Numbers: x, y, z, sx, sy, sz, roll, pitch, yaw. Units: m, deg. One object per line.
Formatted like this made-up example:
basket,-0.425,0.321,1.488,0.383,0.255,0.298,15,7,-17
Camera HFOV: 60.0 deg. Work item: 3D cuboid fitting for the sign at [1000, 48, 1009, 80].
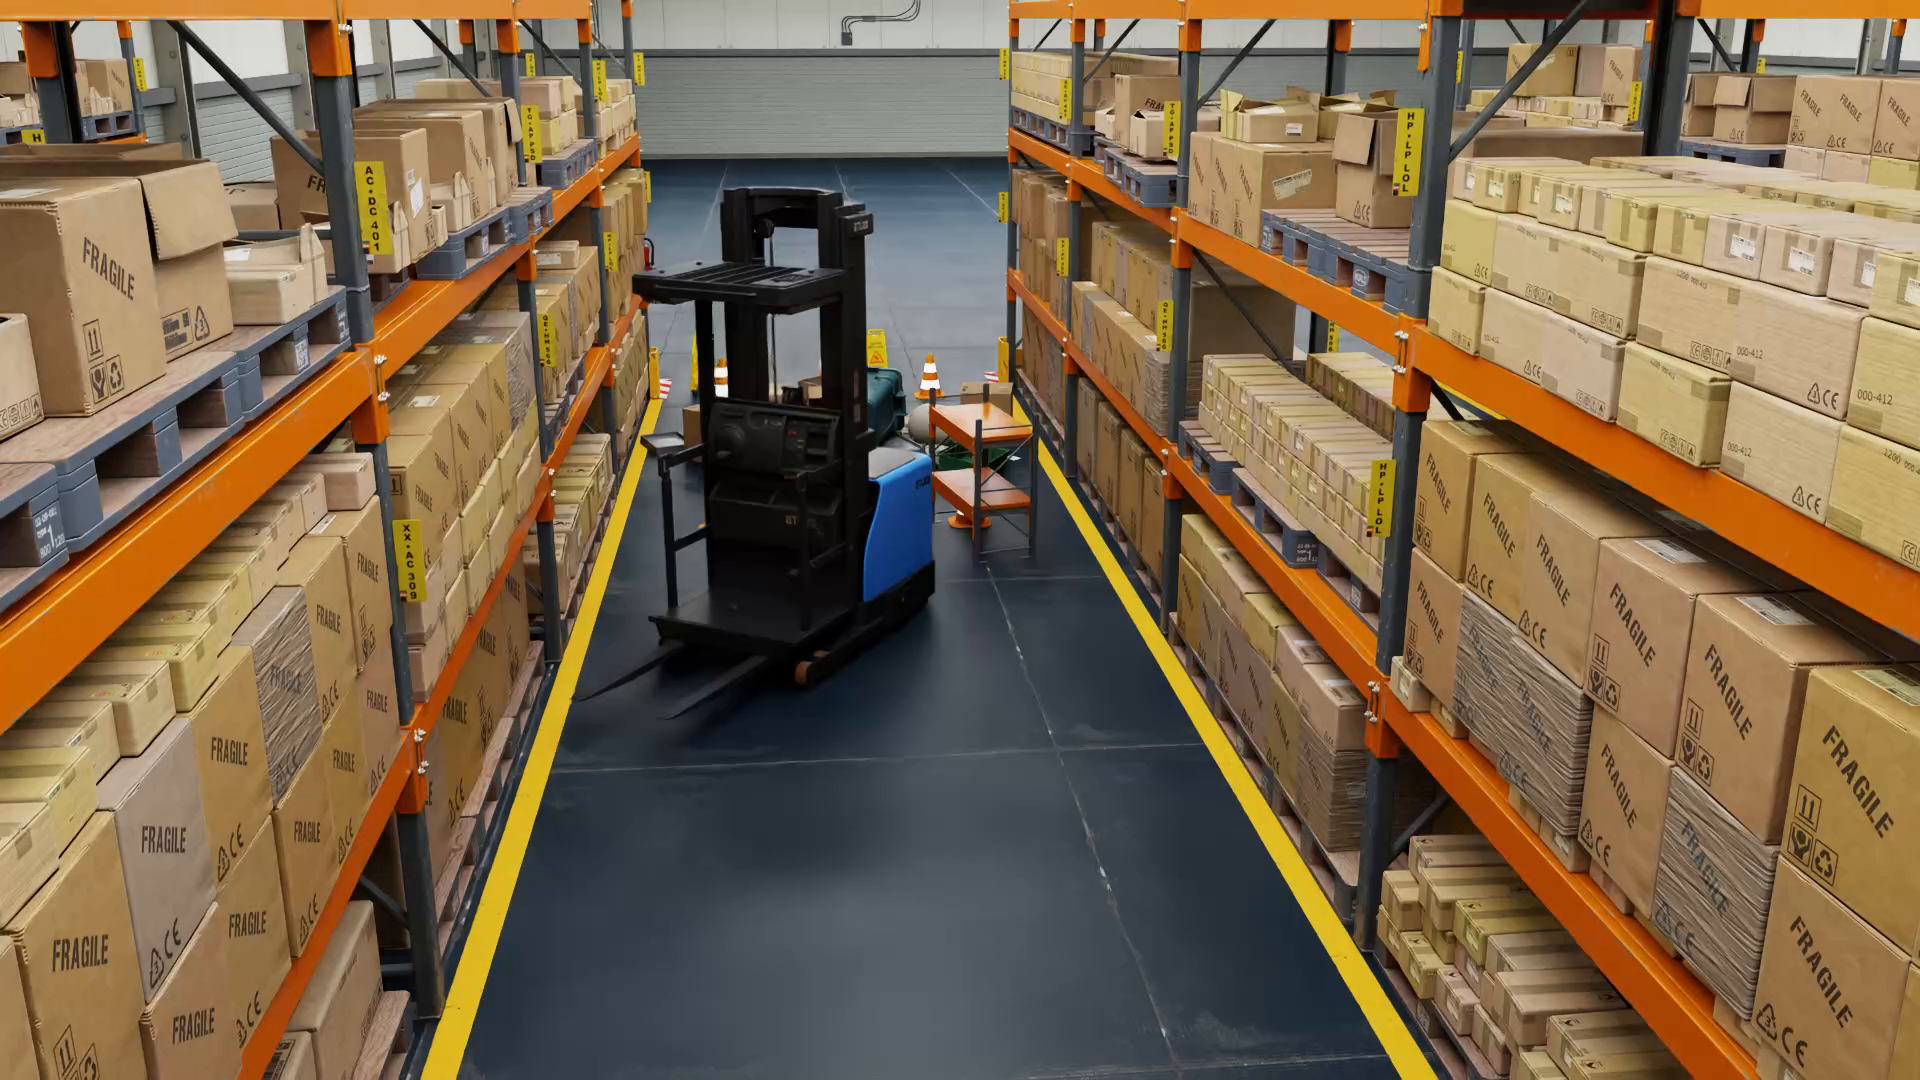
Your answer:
sign,0.476,-5.080,17.751,0.100,0.325,0.005,-2,18,-6

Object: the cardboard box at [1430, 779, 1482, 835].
cardboard box,2.454,1.130,8.043,0.500,0.500,0.500,-1,17,-3

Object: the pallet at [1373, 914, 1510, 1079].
pallet,2.371,1.895,6.788,1.003,0.211,1.213,-2,18,-6

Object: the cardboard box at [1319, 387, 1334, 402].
cardboard box,2.387,-0.836,10.053,0.380,0.149,0.250,-1,17,-4

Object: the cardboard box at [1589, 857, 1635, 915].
cardboard box,2.228,1.050,5.245,0.380,0.149,0.250,-1,17,-4

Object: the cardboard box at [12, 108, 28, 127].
cardboard box,-8.232,-3.611,14.216,0.390,0.149,0.266,-2,18,-6

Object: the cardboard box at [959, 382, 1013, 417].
cardboard box,0.260,-1.257,16.342,0.500,0.500,0.500,1,17,4

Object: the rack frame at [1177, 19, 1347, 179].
rack frame,1.854,-3.688,9.901,1.000,3.000,0.127,-2,18,-6

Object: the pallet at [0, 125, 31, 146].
pallet,-8.523,-3.322,13.892,1.003,0.211,1.213,-2,18,-6

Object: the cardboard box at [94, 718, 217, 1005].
cardboard box,-2.122,0.757,3.921,0.500,0.500,0.500,-2,18,-6

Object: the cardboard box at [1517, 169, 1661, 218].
cardboard box,2.132,-1.173,5.648,0.380,0.149,0.250,-2,18,-6

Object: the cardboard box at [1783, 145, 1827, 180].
cardboard box,6.391,-2.740,12.138,0.500,0.250,0.500,-1,17,-4

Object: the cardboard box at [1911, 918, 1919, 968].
cardboard box,2.384,0.762,3.408,0.500,0.500,0.500,-2,18,-7

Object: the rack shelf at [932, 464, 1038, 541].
rack shelf,0.164,-0.306,13.032,0.538,0.278,1.000,-6,20,-20

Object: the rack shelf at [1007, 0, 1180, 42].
rack shelf,1.235,-4.942,15.763,1.077,0.370,4.000,-2,18,-6

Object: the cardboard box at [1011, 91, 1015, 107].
cardboard box,0.745,-4.657,17.545,0.380,0.149,0.250,-2,18,-5

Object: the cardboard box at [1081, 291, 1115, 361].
cardboard box,1.280,-1.750,13.576,0.500,0.500,0.500,-2,18,-5

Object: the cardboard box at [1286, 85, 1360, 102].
cardboard box,2.154,-2.557,9.862,0.396,0.266,0.258,-2,18,-6

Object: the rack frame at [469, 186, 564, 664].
rack frame,-3.060,-0.643,10.217,1.000,3.000,0.127,-2,18,-6

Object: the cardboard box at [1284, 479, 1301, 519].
cardboard box,1.891,-0.215,8.572,0.380,0.149,0.250,-1,17,-3

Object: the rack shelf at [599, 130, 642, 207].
rack shelf,-3.678,-3.518,15.569,1.077,0.370,4.000,-2,18,-6

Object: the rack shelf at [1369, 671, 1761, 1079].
rack shelf,2.472,1.305,5.213,1.077,0.370,4.000,-2,18,-6

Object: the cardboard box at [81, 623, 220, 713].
cardboard box,-2.114,0.329,4.203,0.380,0.149,0.250,-2,18,-7

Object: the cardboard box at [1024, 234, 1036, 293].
cardboard box,1.123,-2.838,16.958,0.875,0.550,0.550,-2,18,-6

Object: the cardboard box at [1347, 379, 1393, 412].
cardboard box,2.442,-0.826,9.525,0.380,0.149,0.250,-1,17,-4

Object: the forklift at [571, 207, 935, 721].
forklift,-1.274,-0.595,10.328,1.129,2.843,3.031,8,19,25

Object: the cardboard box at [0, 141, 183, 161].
cardboard box,-2.795,-0.996,5.300,0.500,0.500,0.500,-1,17,-5

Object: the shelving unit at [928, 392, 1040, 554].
shelving unit,0.167,-0.537,12.952,0.538,0.981,1.030,-6,20,-20

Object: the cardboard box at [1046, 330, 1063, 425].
cardboard box,1.349,-1.662,16.310,0.875,0.875,0.875,-2,18,-5

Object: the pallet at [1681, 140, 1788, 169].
pallet,6.453,-2.986,12.986,1.213,0.211,1.003,-2,18,-6

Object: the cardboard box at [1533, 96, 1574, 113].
cardboard box,5.943,-4.332,16.543,0.380,0.149,0.250,-2,18,-6

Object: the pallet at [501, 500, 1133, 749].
pallet,-0.664,0.415,11.503,6.107,0.211,4.108,-2,18,-6

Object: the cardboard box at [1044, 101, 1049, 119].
cardboard box,0.980,-3.978,15.384,0.380,0.149,0.250,-2,17,-5

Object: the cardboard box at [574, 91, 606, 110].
cardboard box,-3.254,-3.786,14.308,0.380,0.149,0.250,-2,18,-7

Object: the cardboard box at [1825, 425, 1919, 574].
cardboard box,2.309,-0.081,3.670,0.500,0.250,0.500,-2,18,-6

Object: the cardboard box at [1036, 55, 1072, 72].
cardboard box,0.929,-4.509,15.744,0.380,0.149,0.250,-2,17,-5

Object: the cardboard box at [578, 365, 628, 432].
cardboard box,-3.264,-1.265,14.836,0.500,0.500,0.500,-1,17,-3

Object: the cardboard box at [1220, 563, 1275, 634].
cardboard box,1.775,0.320,9.369,0.500,0.250,0.500,-2,18,-5

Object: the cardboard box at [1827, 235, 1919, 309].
cardboard box,2.296,-0.626,3.906,0.380,0.149,0.250,-2,18,-7

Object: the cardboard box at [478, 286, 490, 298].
cardboard box,-3.500,-1.464,11.467,0.500,0.500,0.500,-3,18,-9

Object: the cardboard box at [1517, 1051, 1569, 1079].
cardboard box,2.155,1.886,5.723,0.380,0.149,0.250,-2,18,-6

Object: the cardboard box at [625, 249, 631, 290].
cardboard box,-3.426,-2.613,15.828,0.500,0.500,0.500,-2,17,-5

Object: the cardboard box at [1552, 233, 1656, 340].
cardboard box,2.162,-0.782,5.070,0.500,0.250,0.500,-1,17,-5

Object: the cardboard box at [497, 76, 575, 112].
cardboard box,-3.286,-3.464,12.911,0.500,0.250,0.500,-1,17,-4

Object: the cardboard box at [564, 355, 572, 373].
cardboard box,-3.027,-1.309,12.057,0.380,0.149,0.250,-1,17,-4

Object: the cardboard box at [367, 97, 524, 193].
cardboard box,-2.871,-2.216,9.346,0.797,0.503,0.637,-3,18,-9

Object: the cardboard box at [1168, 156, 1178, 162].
cardboard box,1.573,-2.565,10.854,0.380,0.166,0.250,-2,18,-6

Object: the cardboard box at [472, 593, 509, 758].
cardboard box,-2.983,0.645,8.962,0.875,0.875,0.875,-2,17,-5

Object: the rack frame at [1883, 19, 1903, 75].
rack frame,10.899,-6.348,18.373,1.000,3.000,0.127,-2,18,-6

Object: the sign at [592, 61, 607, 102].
sign,-2.920,-3.718,13.485,0.100,0.325,0.005,-2,18,-6

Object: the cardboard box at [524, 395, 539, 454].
cardboard box,-2.895,-0.240,8.766,0.999,0.500,2.557,-2,18,-6

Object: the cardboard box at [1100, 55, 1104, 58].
cardboard box,1.558,-4.605,16.049,0.380,0.149,0.250,-2,18,-5

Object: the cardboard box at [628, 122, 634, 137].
cardboard box,-3.511,-4.167,16.853,0.380,0.149,0.250,-2,18,-5

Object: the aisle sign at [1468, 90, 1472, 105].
aisle sign,5.668,-4.582,18.424,0.394,0.787,0.004,-2,18,-6
